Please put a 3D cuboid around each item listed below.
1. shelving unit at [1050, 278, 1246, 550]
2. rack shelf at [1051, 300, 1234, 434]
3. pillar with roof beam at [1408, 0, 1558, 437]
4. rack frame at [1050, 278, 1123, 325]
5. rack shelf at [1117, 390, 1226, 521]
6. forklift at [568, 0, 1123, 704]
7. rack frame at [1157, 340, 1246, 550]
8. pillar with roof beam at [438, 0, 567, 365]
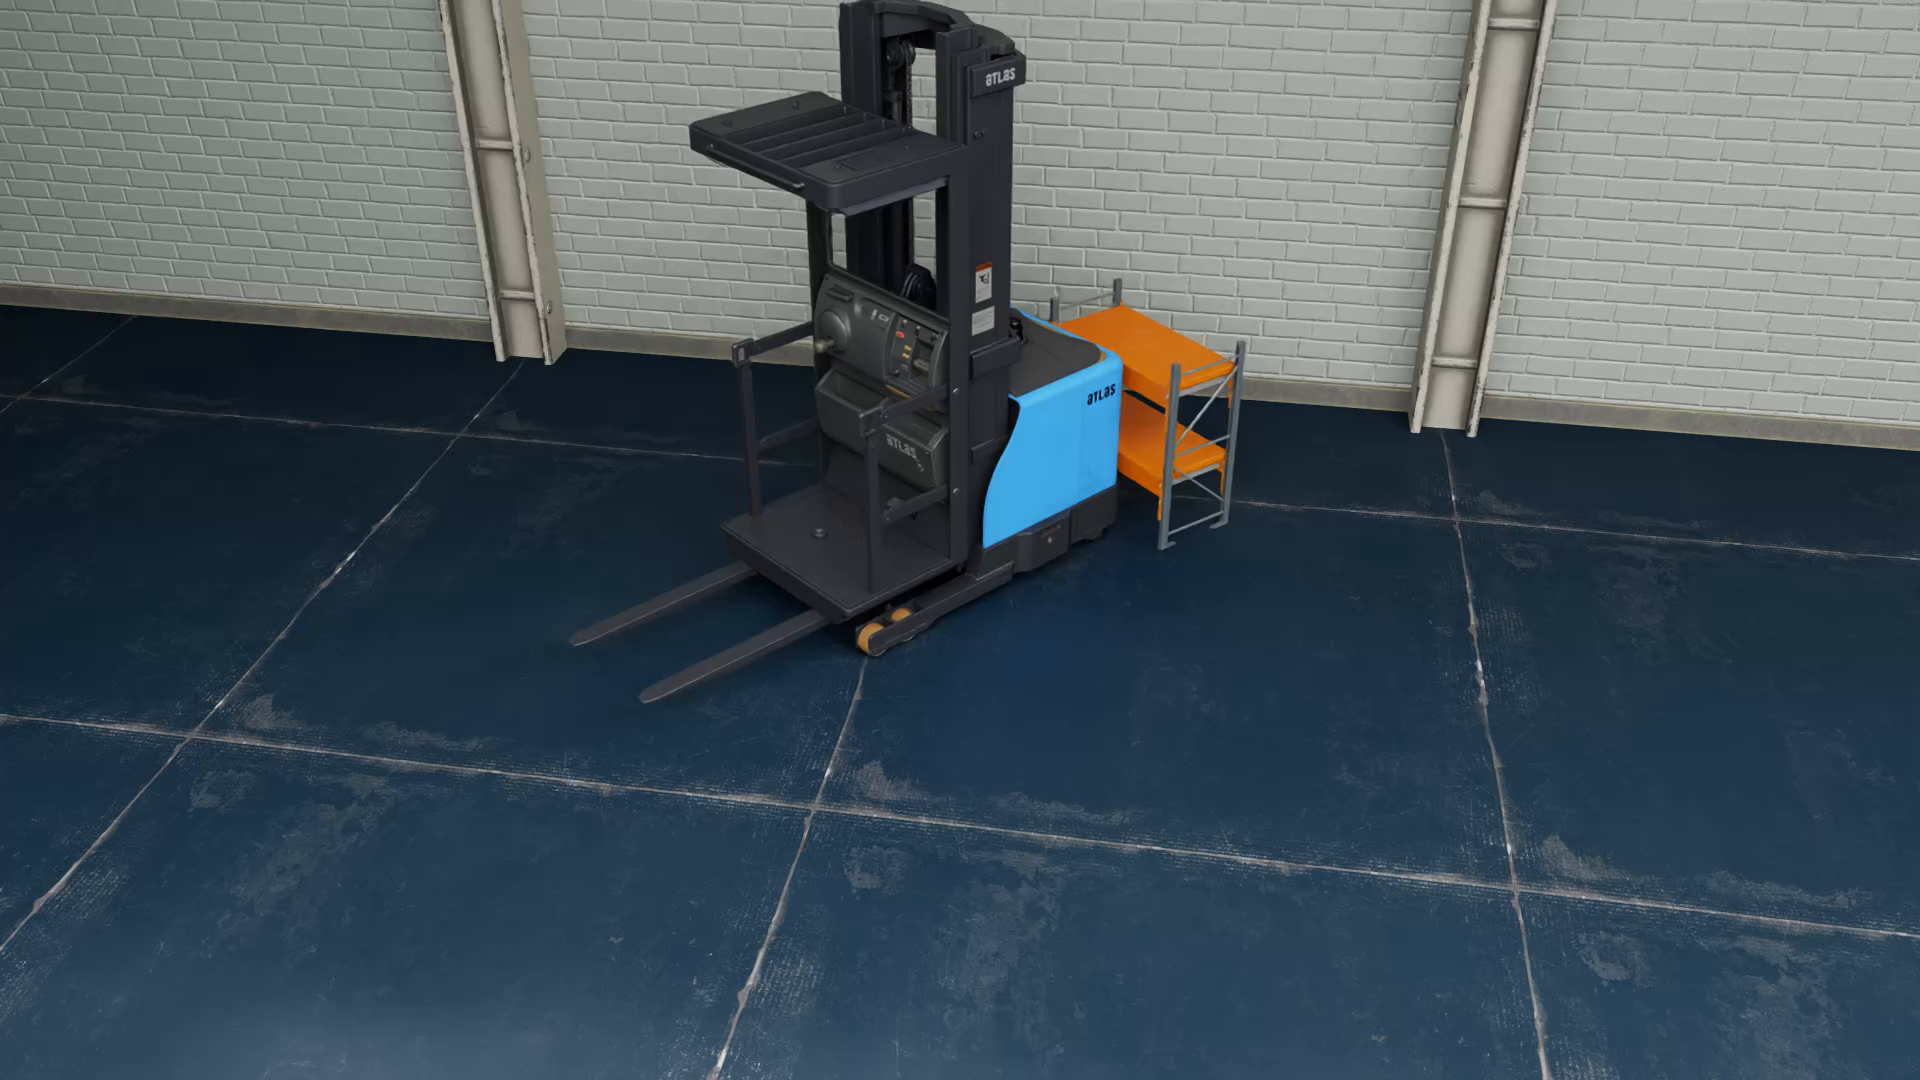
[{"bbox_3d":[1.010,-0.724,9.346,0.538,1.125,1.048,-21,37,-29],"label":"shelving unit"},{"bbox_3d":[1.010,-0.972,9.191,0.538,0.278,1.000,-21,37,-29],"label":"rack shelf"},{"bbox_3d":[2.293,-2.295,4.436,0.400,9.000,9.100,5,32,8],"label":"pillar with roof beam"},{"bbox_3d":[0.717,-0.944,9.698,0.500,1.125,0.032,-21,37,-29],"label":"rack frame"},{"bbox_3d":[1.010,-0.517,9.476,0.538,0.278,1.000,-21,37,-29],"label":"rack shelf"},{"bbox_3d":[-0.552,-0.974,8.044,3.031,2.935,1.130,-26,40,-35],"label":"forklift"},{"bbox_3d":[1.304,-0.504,8.994,0.500,1.125,0.032,-21,37,-29],"label":"rack frame"},{"bbox_3d":[-3.621,-2.831,5.291,0.400,9.000,9.100,5,32,8],"label":"pillar with roof beam"}]
